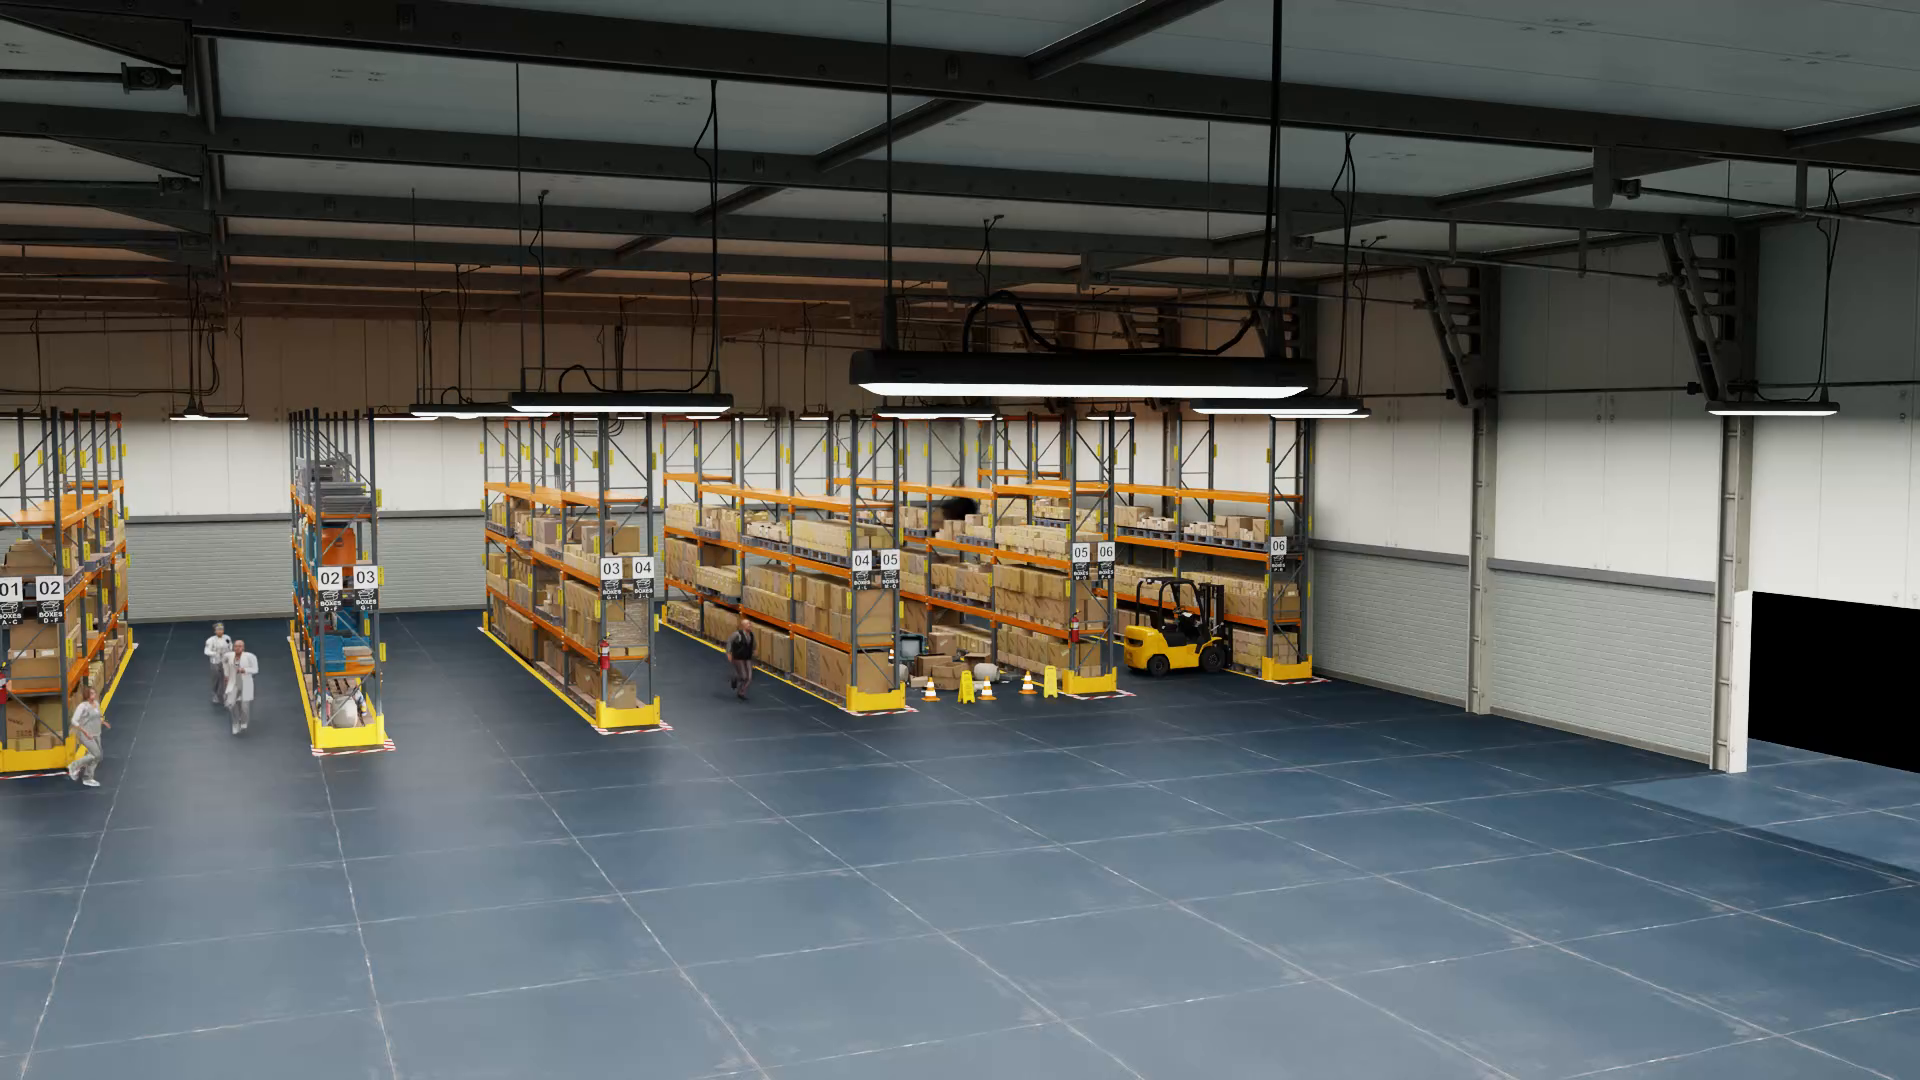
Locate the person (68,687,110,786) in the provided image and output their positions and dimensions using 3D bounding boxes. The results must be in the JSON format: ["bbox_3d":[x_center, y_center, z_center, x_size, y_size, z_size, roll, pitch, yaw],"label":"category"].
[{"bbox_3d":[-13.775,3.108,26.322,0.575,1.571,0.529,0,4,6],"label":"person"}]

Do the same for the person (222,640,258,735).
[{"bbox_3d":[-13.238,2.697,30.590,0.649,1.740,0.908,-1,4,-16],"label":"person"}]

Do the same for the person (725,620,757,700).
[{"bbox_3d":[-4.511,2.489,34.518,0.693,1.678,0.682,-4,5,-42],"label":"person"}]

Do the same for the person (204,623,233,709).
[{"bbox_3d":[-14.998,2.515,33.676,0.562,1.719,0.857,-2,5,-31],"label":"person"}]
